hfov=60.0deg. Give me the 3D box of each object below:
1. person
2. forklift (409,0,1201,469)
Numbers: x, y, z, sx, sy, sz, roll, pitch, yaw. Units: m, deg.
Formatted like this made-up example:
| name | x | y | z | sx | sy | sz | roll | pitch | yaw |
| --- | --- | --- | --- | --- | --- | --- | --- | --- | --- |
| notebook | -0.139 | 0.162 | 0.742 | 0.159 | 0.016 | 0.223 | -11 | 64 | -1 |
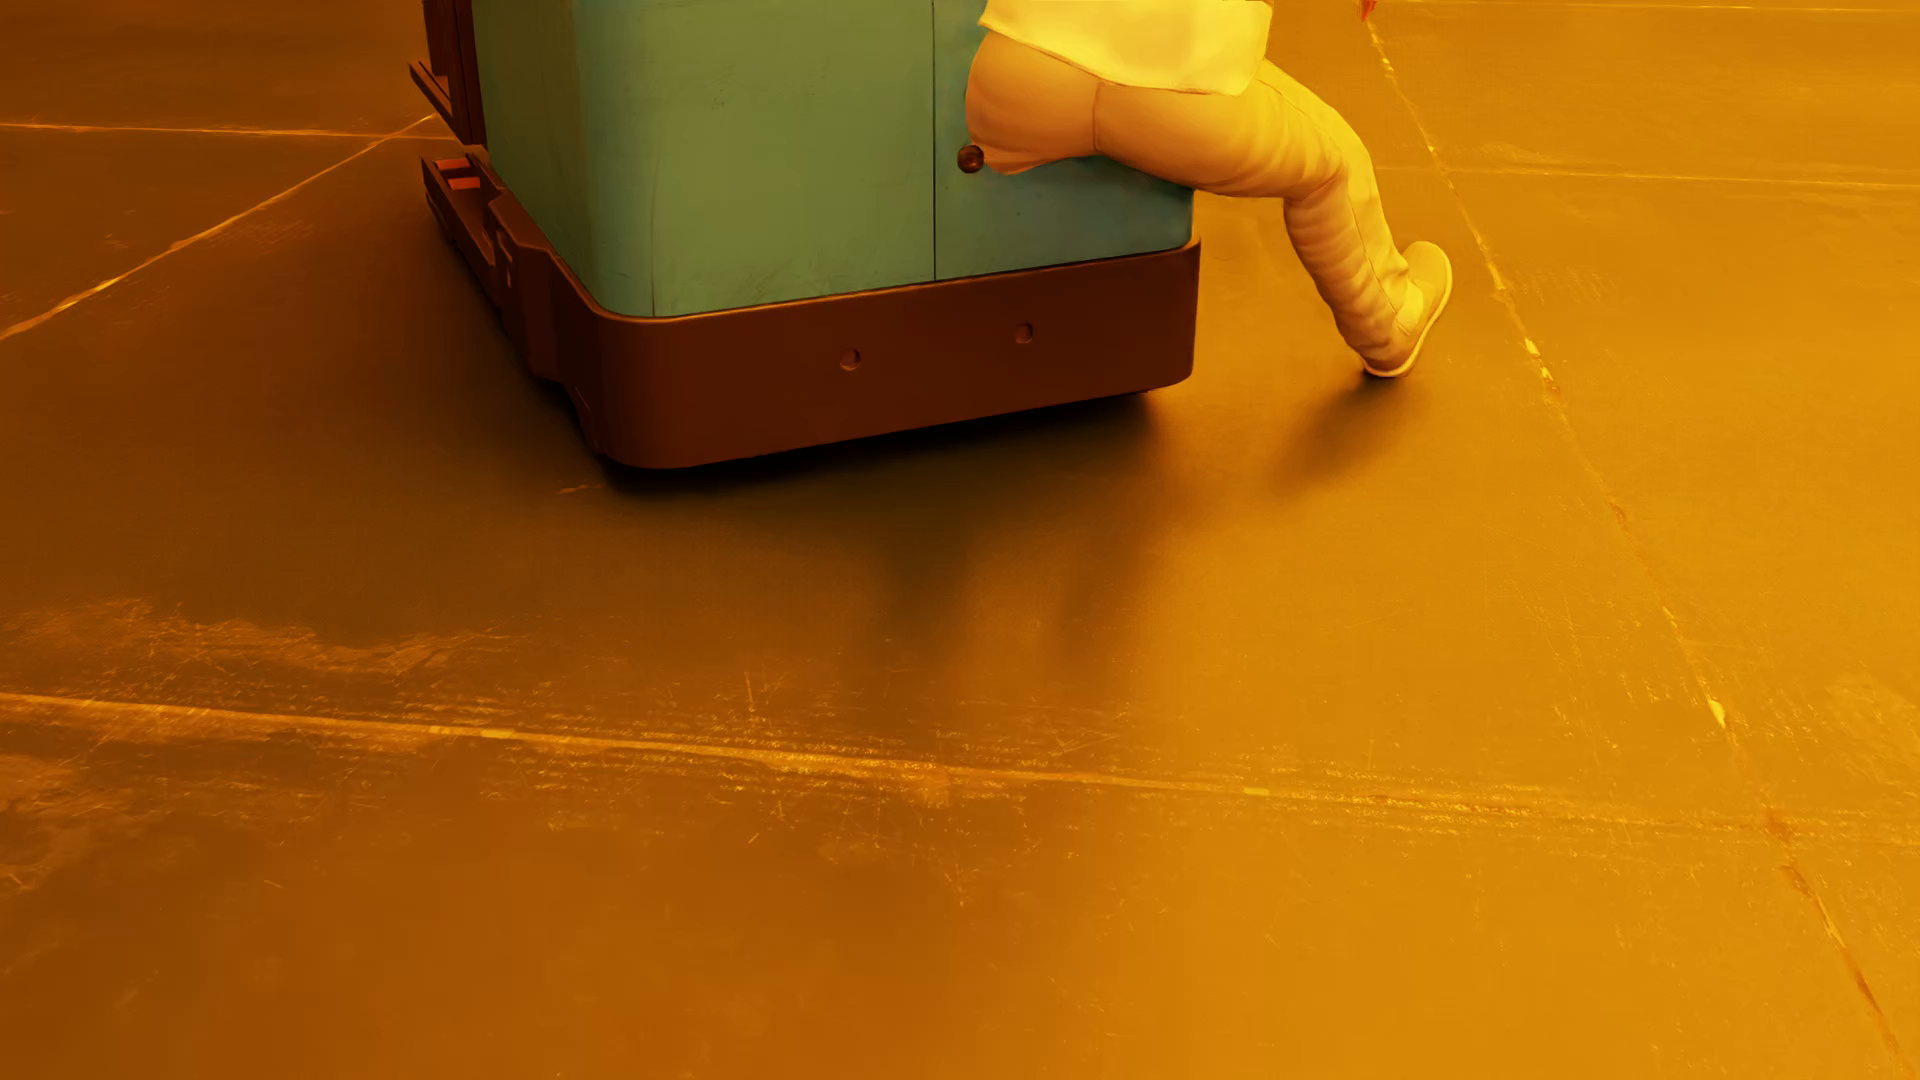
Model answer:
| name | x | y | z | sx | sy | sz | roll | pitch | yaw |
| --- | --- | --- | --- | --- | --- | --- | --- | --- | --- |
| person | 0.243 | -0.840 | 2.735 | 1.265 | 1.341 | 0.869 | 5 | 27 | 11 |
| forklift | -0.645 | -2.053 | 3.331 | 1.130 | 2.935 | 3.031 | -11 | 29 | -21 |
